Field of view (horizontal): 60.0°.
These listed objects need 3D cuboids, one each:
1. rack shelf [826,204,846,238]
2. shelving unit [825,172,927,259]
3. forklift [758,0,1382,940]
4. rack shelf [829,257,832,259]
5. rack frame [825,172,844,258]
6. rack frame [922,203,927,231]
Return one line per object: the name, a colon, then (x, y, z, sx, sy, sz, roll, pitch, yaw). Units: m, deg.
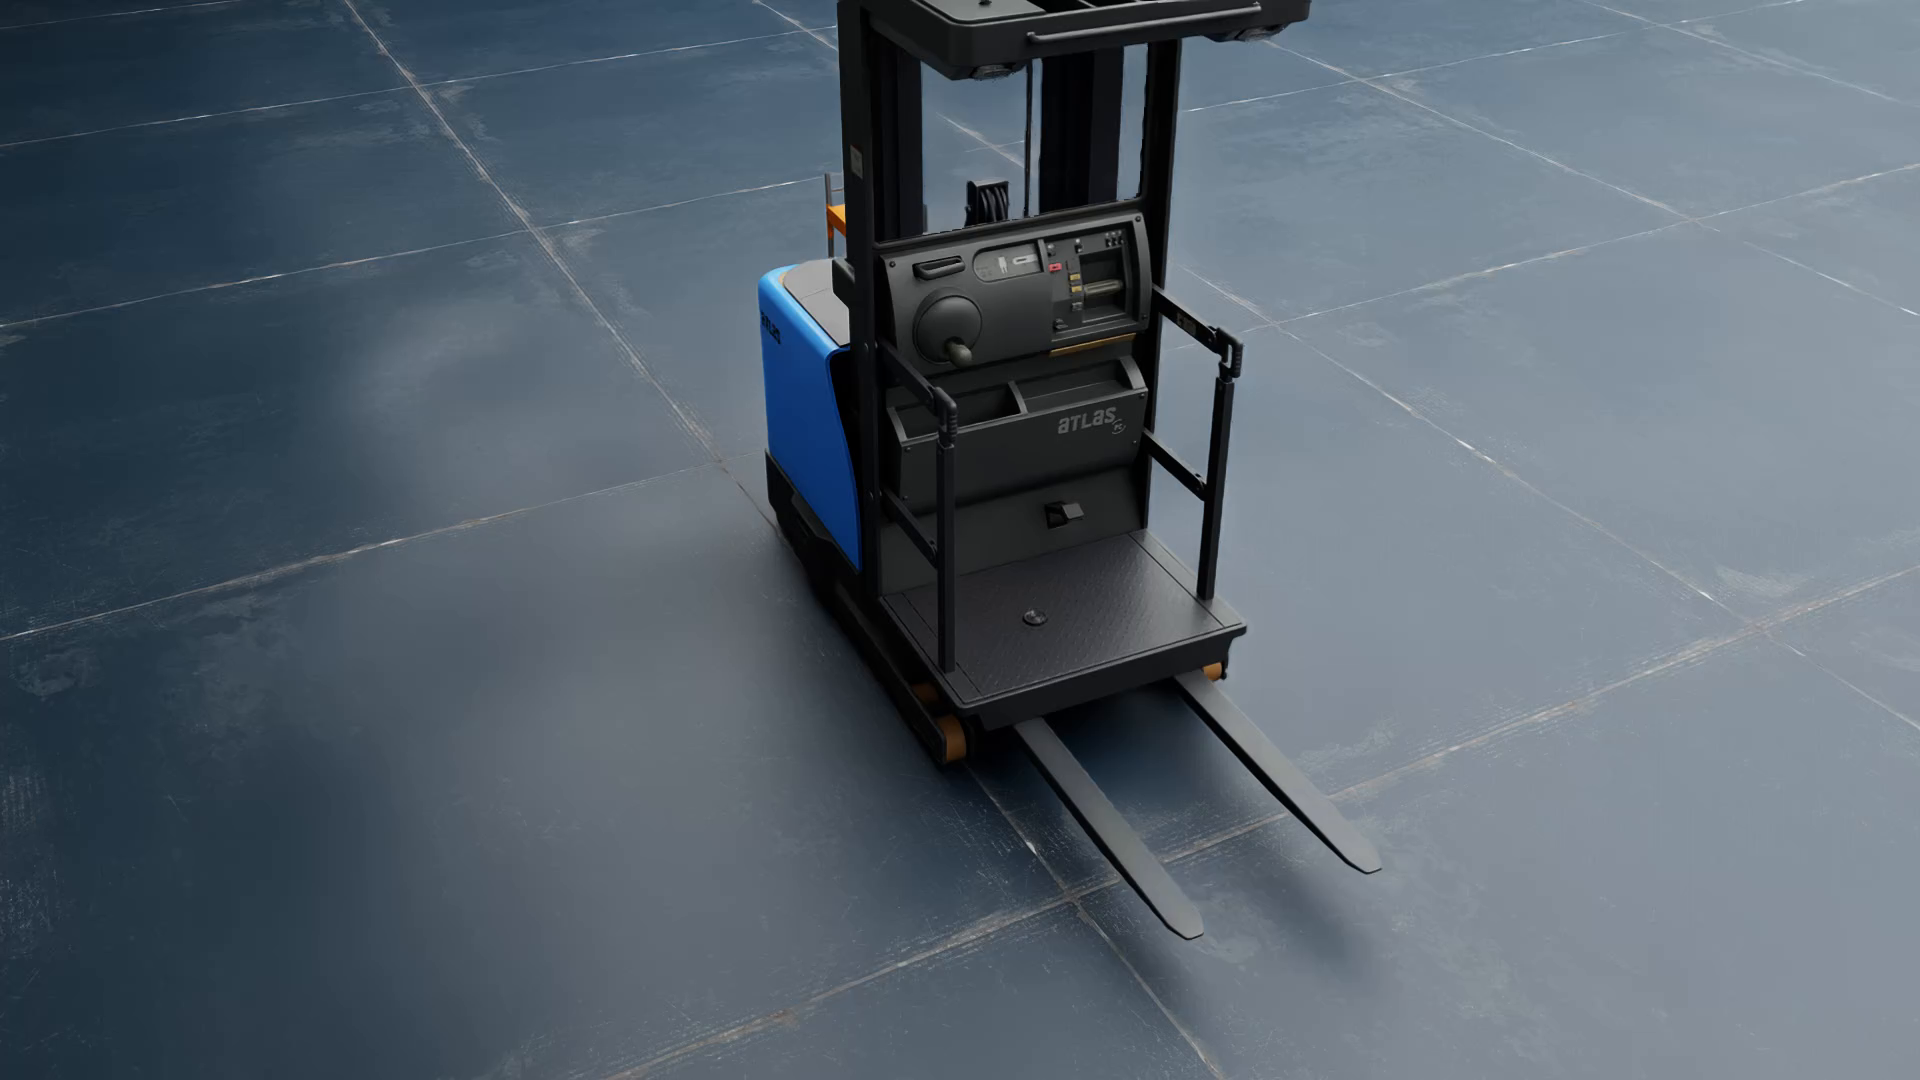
rack shelf: (-0.347, -1.256, 6.869, 0.258, 0.148, 0.480, -14, 35, -21)
shelving unit: (-0.347, -0.925, 7.081, 0.258, 1.200, 0.503, -14, 35, -21)
forklift: (0.290, -0.754, 5.211, 1.130, 2.935, 3.031, -14, 35, -21)
rack shelf: (-0.347, -1.057, 6.997, 0.258, 0.148, 0.480, -14, 35, -21)
rack frame: (-0.450, -1.044, 7.267, 0.240, 1.200, 0.015, -14, 35, -21)
rack frame: (-0.243, -0.806, 6.895, 0.240, 1.200, 0.015, -14, 35, -21)
